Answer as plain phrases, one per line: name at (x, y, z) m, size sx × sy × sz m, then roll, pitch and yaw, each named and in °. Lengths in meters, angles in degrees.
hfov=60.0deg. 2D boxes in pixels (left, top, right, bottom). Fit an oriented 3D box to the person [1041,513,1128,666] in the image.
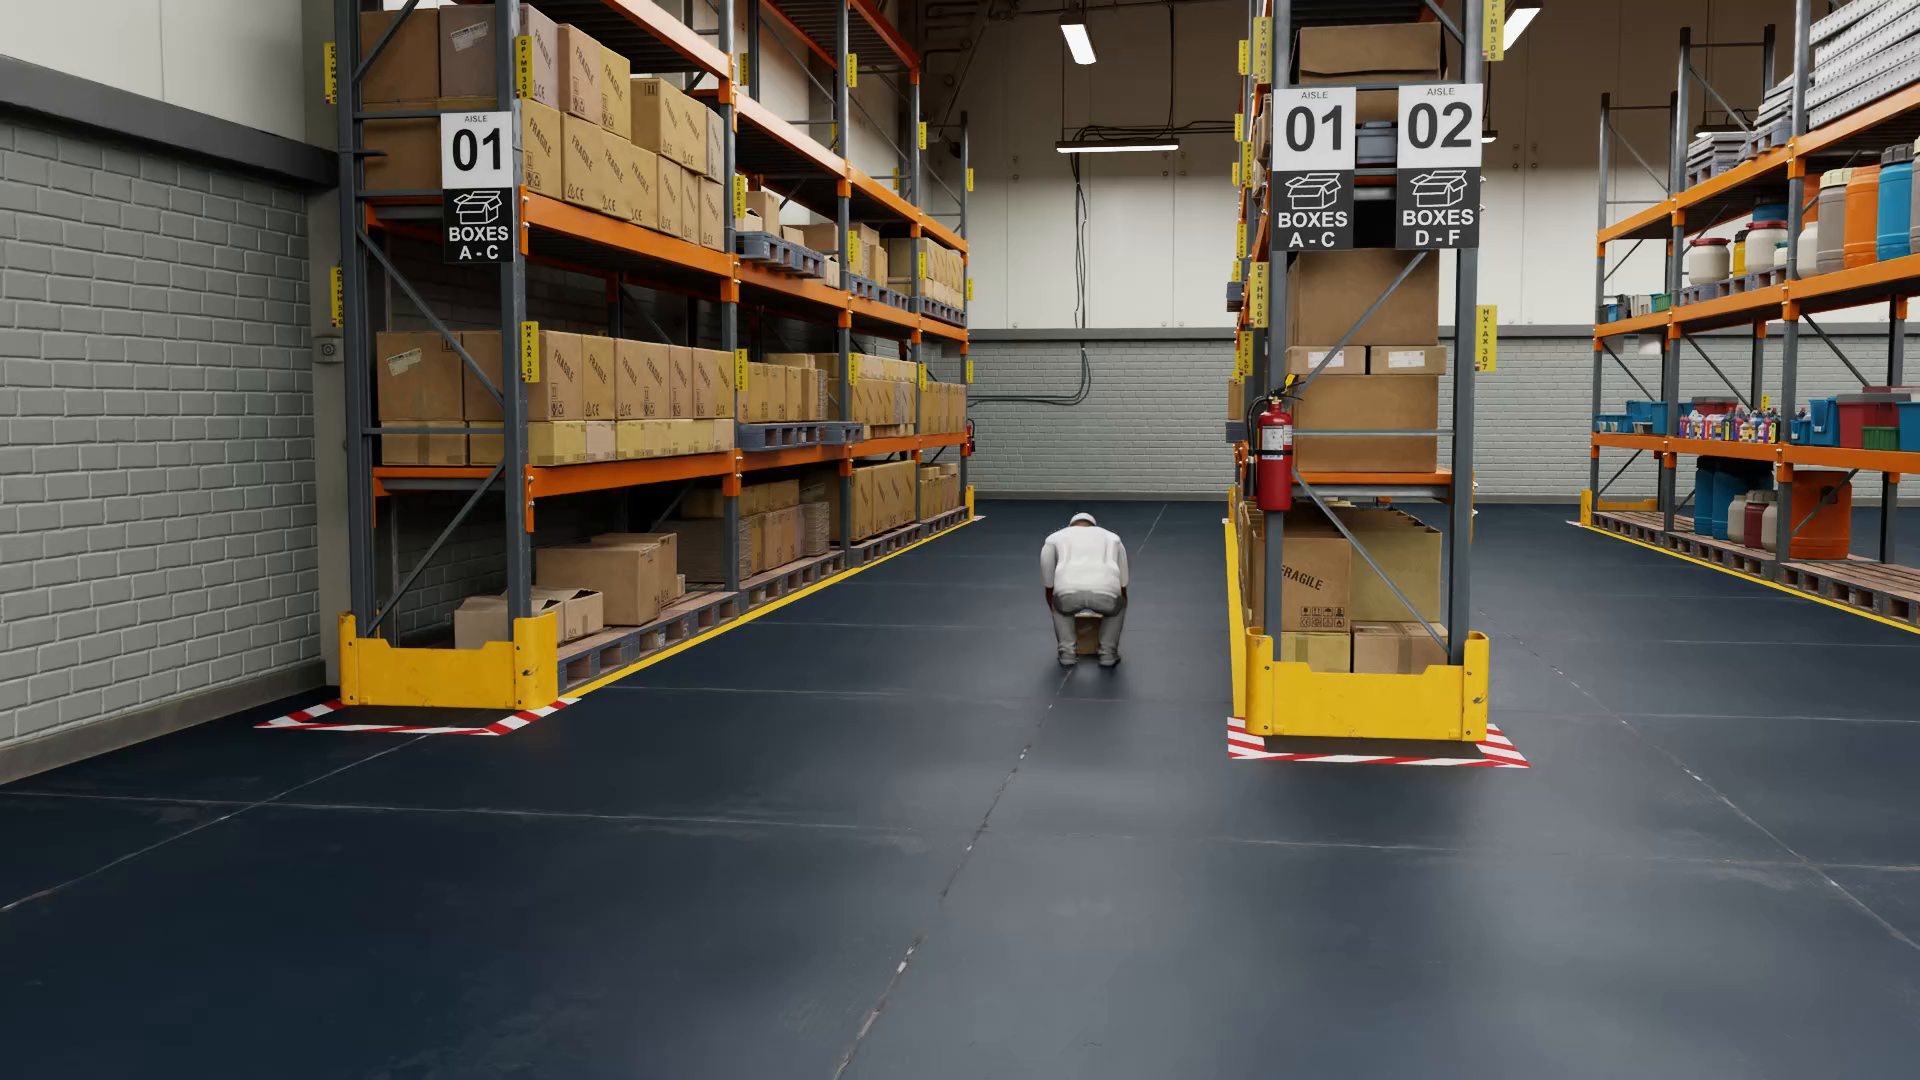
person at (0.800, 0.313, 10.830) m, size 0.572 × 0.941 × 0.897 m, roll 1°, pitch 4°, yaw 9°
